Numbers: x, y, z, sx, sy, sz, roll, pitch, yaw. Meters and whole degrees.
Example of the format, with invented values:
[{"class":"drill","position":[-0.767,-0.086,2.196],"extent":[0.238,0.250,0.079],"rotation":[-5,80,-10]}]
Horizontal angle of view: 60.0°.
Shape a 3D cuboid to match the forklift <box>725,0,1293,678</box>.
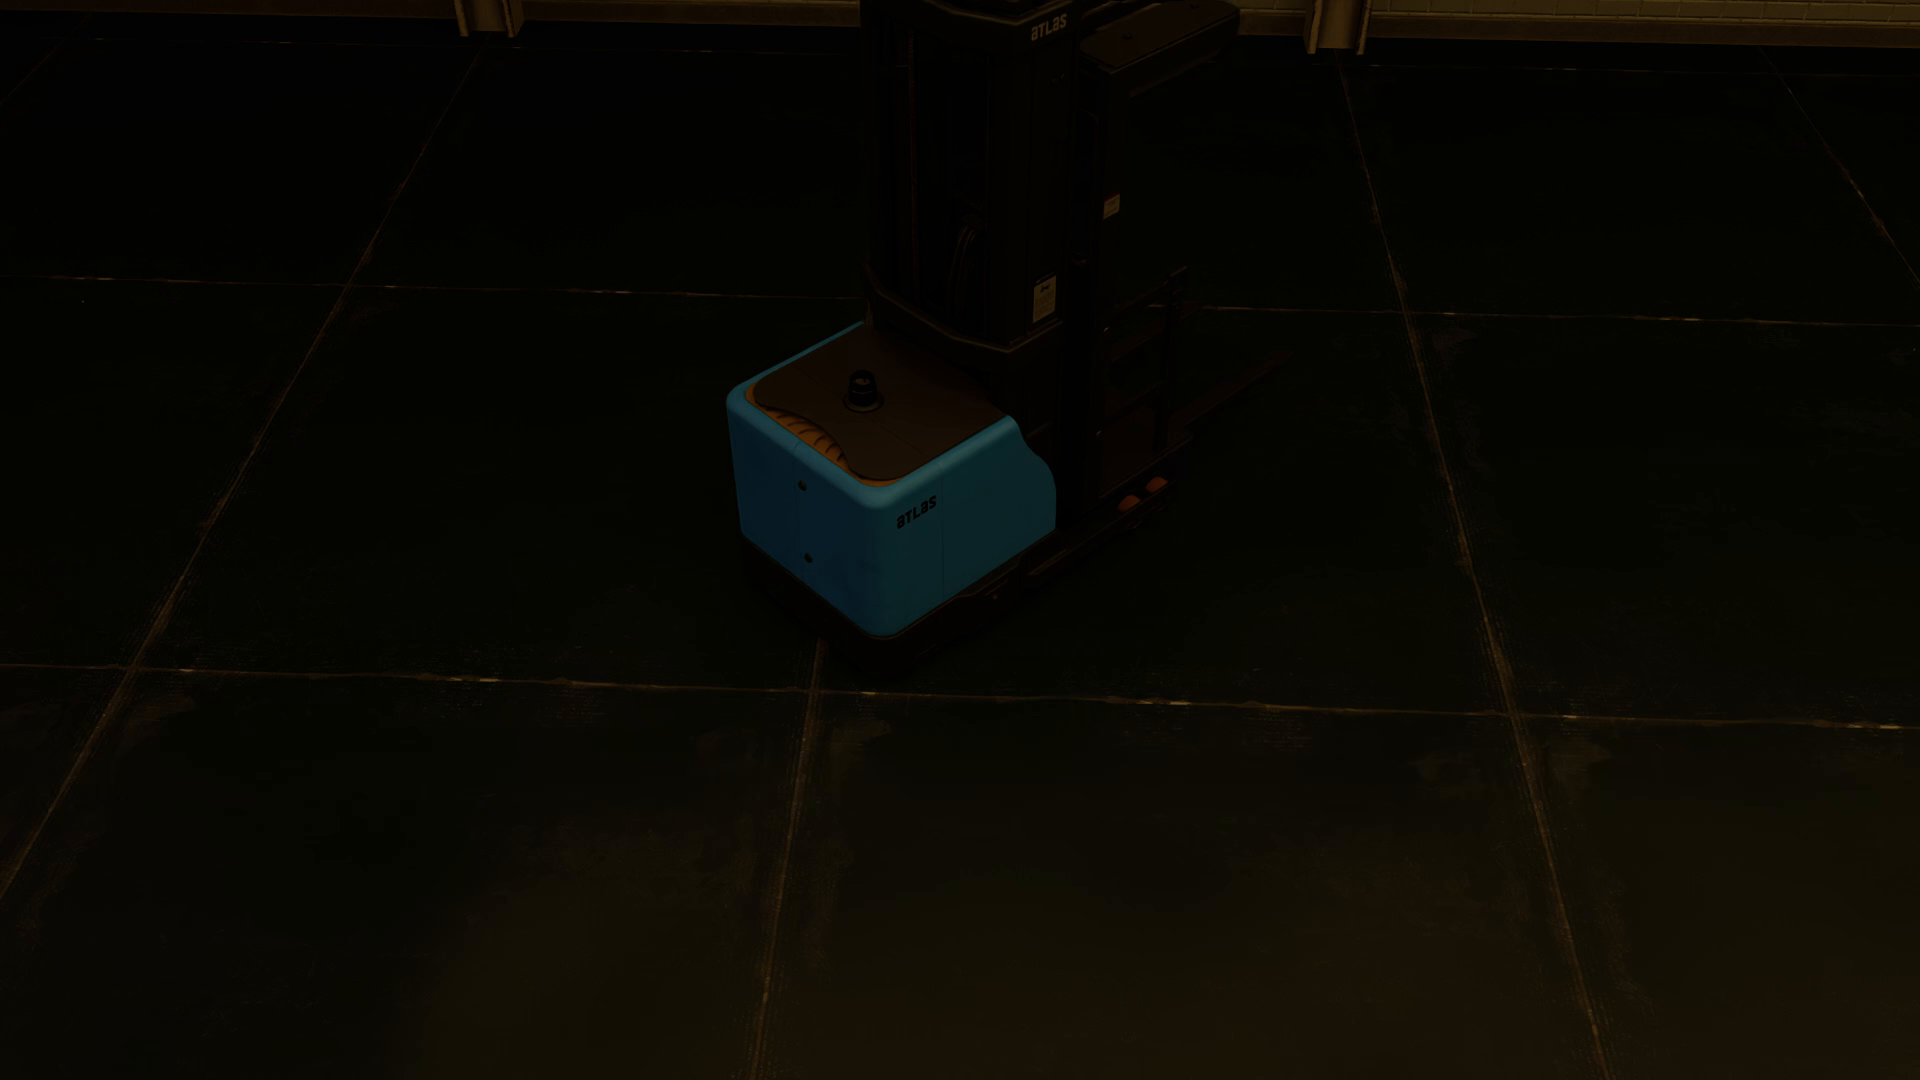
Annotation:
[{"class":"forklift","position":[0.408,-1.363,7.235],"extent":[3.031,2.935,1.130],"rotation":[-33,51,-31]}]
